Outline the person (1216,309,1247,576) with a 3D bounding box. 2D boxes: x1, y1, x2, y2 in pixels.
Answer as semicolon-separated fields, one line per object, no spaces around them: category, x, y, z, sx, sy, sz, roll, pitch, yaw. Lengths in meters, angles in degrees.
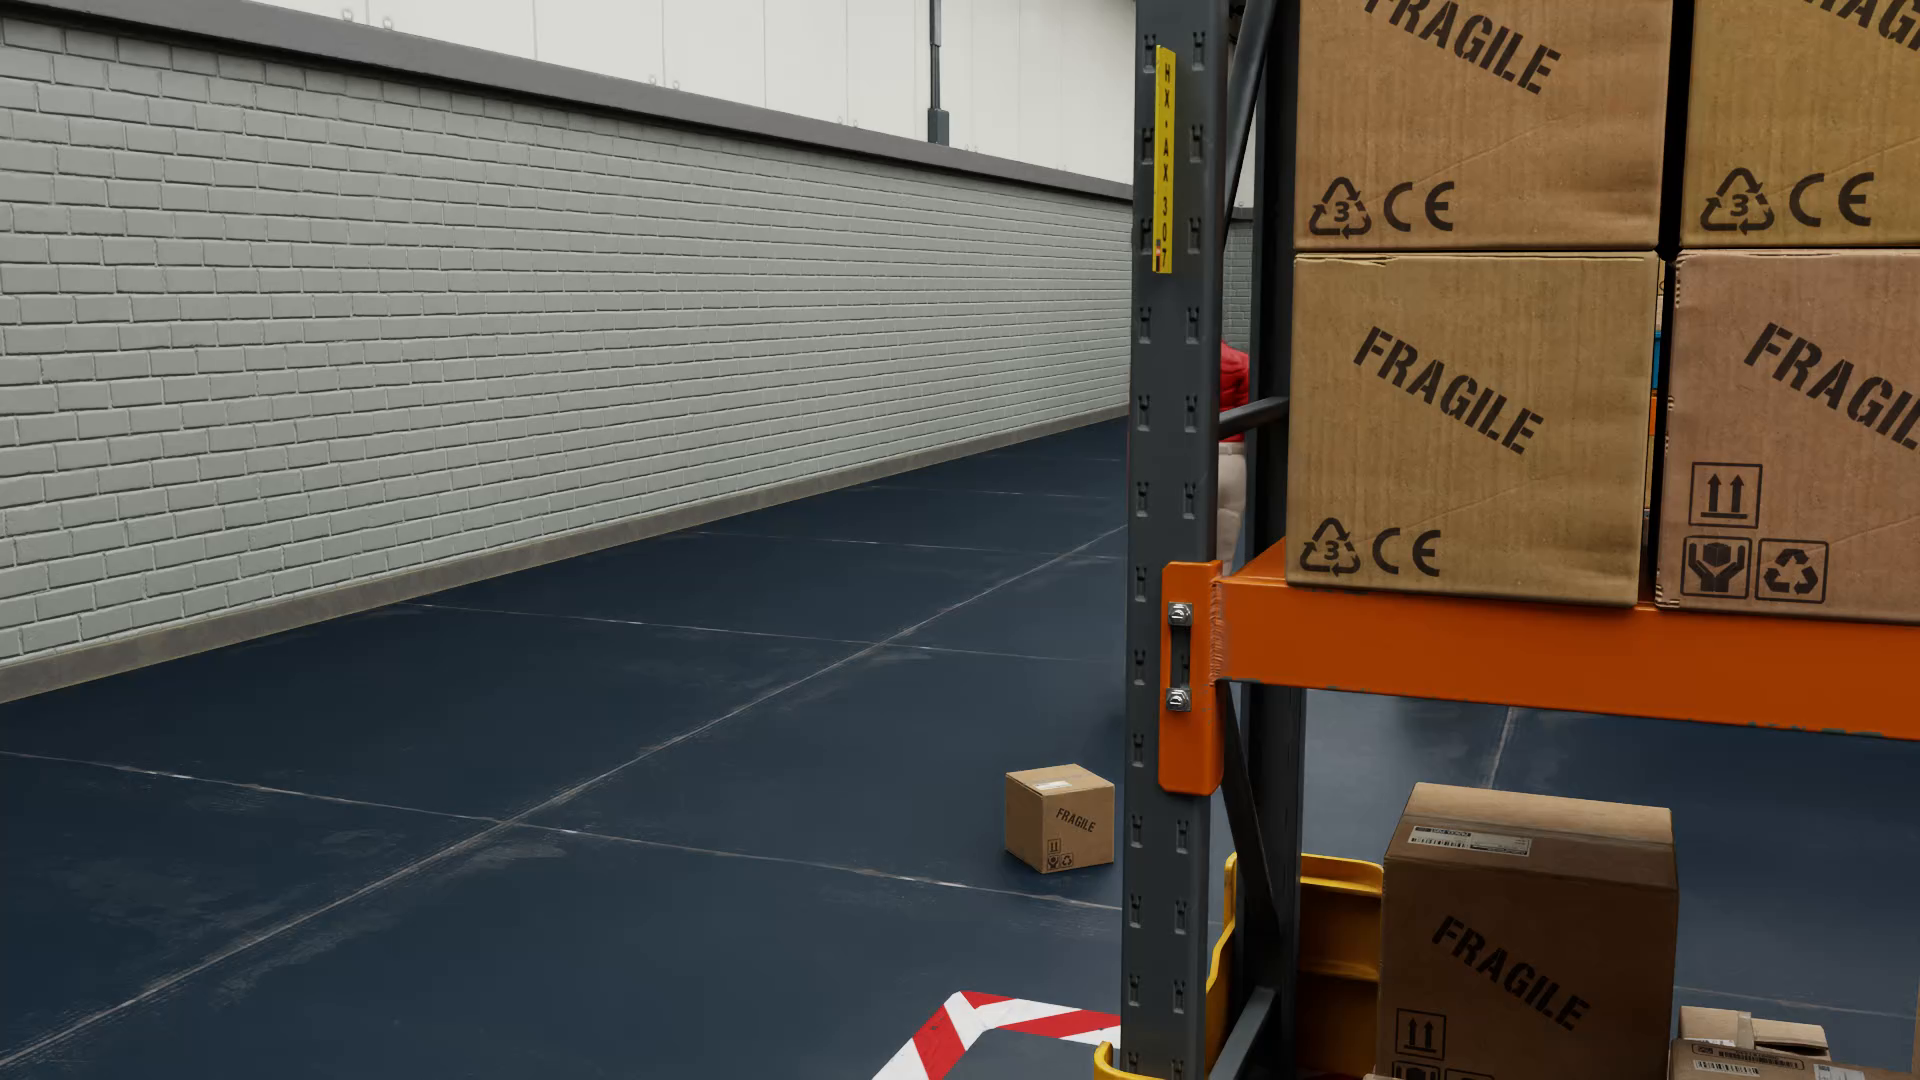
person;1.088;-0.263;7.474;0.427;1.542;0.533;3;9;19
